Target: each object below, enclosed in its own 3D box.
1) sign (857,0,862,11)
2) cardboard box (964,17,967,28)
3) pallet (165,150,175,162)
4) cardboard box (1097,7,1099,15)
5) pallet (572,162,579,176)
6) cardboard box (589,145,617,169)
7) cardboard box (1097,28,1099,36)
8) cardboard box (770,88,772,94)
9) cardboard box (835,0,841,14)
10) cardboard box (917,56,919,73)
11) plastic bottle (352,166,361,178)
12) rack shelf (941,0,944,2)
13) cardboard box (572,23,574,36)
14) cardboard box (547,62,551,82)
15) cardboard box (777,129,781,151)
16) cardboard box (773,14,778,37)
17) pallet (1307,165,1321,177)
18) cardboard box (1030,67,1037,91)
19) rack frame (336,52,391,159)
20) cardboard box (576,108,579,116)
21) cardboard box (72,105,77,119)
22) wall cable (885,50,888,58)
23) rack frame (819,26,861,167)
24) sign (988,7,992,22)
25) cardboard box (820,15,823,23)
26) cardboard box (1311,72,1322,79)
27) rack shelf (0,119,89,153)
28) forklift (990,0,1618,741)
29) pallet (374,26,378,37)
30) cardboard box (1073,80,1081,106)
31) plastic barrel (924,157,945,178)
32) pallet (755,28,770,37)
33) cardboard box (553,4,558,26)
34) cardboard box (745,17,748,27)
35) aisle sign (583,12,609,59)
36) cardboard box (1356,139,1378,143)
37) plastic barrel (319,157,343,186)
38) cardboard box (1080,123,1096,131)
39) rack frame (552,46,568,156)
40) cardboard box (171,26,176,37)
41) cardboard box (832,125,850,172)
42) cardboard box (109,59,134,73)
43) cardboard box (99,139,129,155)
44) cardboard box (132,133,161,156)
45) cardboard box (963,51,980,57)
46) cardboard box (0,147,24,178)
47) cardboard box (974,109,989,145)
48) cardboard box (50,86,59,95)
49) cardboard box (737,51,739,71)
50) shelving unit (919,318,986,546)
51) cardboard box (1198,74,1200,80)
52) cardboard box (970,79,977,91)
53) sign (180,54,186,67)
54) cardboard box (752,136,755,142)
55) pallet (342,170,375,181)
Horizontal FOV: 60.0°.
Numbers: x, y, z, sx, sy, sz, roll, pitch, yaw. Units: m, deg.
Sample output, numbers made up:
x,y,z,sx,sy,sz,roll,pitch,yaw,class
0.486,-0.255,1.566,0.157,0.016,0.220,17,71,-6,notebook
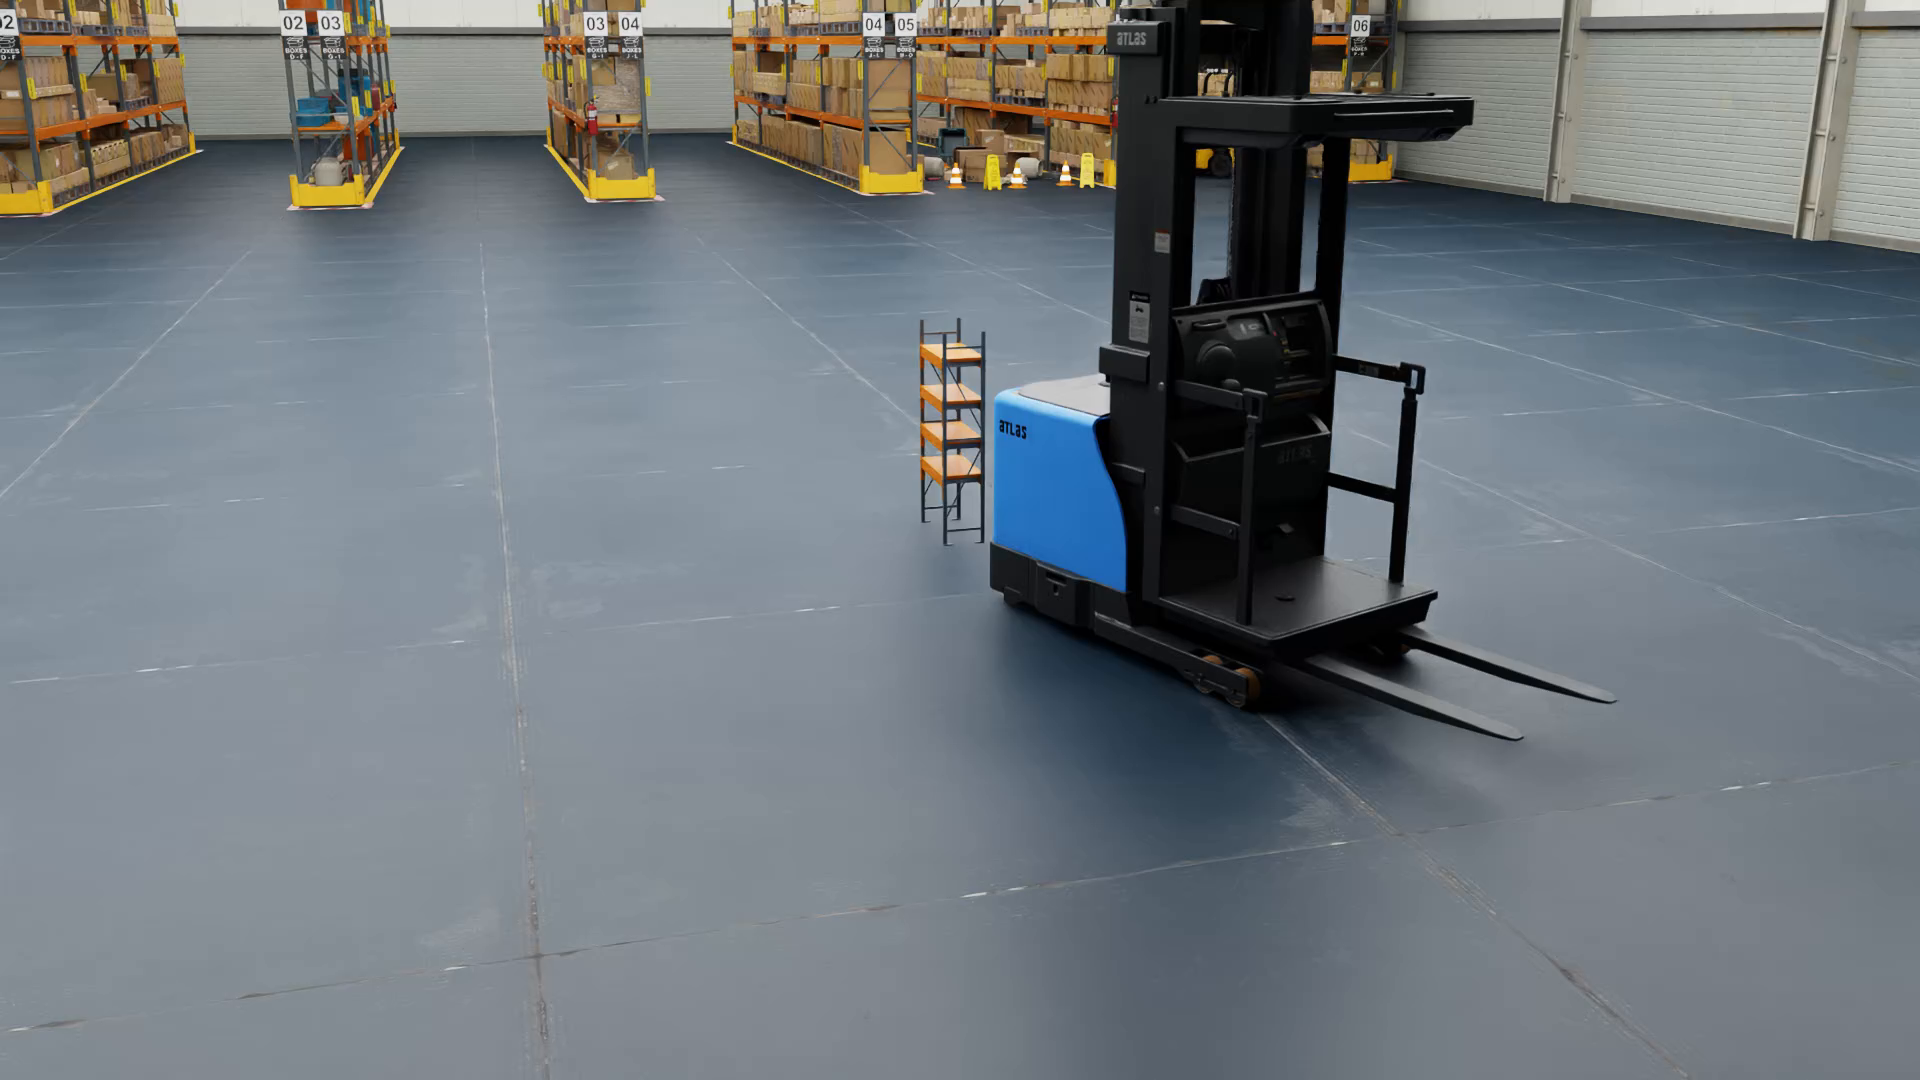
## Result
x,y,z,sx,sy,sz,roll,pitch,yaw,class
-1.822,-9.770,30.147,0.100,0.325,0.005,-5,17,-15,sign
0.303,-12.765,41.023,0.396,0.266,0.258,-3,17,-11,cardboard box
-19.104,-9.013,39.092,1.003,0.211,1.213,-5,17,-15,pallet
2.917,-10.391,32.669,0.380,0.149,0.250,-5,17,-15,cardboard box
-7.746,-7.946,35.538,1.003,0.211,1.213,-5,17,-15,pallet
-7.121,-7.618,33.216,0.500,0.500,0.500,-5,18,-17,cardboard box
2.923,-10.016,32.805,0.380,0.149,0.250,-5,17,-15,cardboard box
-4.275,-10.589,39.196,0.380,0.149,0.250,-5,17,-16,cardboard box
-2.111,-10.272,32.062,0.500,0.250,0.500,-5,17,-15,cardboard box
-0.955,-13.060,45.805,0.500,0.500,0.500,-5,17,-17,cardboard box
-11.318,-6.900,31.178,0.152,0.276,0.135,-4,17,-14,plastic bottle
-0.412,-14.615,44.410,1.077,0.370,4.000,-5,17,-15,rack shelf
-7.164,-9.802,31.918,0.500,0.250,0.500,-5,17,-16,cardboard box
-10.332,-12.042,42.767,0.500,0.500,0.500,-5,17,-17,cardboard box
-4.066,-9.508,39.506,0.500,0.500,0.500,-4,17,-13,cardboard box
-4.046,-11.959,38.661,0.500,0.500,0.500,-5,17,-15,cardboard box
7.957,-7.672,34.624,1.003,0.211,1.213,-5,17,-15,pallet
1.851,-10.150,36.607,0.500,0.500,0.500,-5,17,-15,cardboard box
-14.153,-10.550,39.358,1.000,3.000,0.127,-5,17,-15,rack frame
-7.366,-8.455,32.821,0.380,0.149,0.250,-5,17,-15,cardboard box
-16.895,-8.007,31.155,0.500,0.250,0.500,-4,17,-12,cardboard box
-2.534,-14.891,51.989,0.585,1.953,0.123,-5,17,-15,wall cable
-2.395,-9.092,34.508,1.000,3.000,0.127,-5,17,-15,rack frame
0.701,-12.299,38.931,0.100,0.325,0.005,-5,17,-15,sign
-2.622,-10.530,33.613,0.380,0.149,0.250,-5,17,-16,cardboard box
7.535,-9.656,34.566,0.380,0.149,0.250,-4,17,-14,cardboard box
-16.168,-7.048,28.953,1.077,0.370,4.000,-5,17,-15,rack shelf
1.433,-0.851,7.190,1.130,2.935,3.031,-12,21,-35,forklift
-13.170,-11.009,36.001,1.003,0.211,1.213,-5,17,-15,pallet
2.633,-9.143,33.986,0.500,0.500,0.500,-4,17,-15,cardboard box
-0.609,-7.666,34.237,0.512,0.421,0.421,7,18,23,plastic barrel
-4.239,-12.186,39.919,1.213,0.211,1.003,-5,17,-15,pallet
-9.663,-12.886,40.846,0.700,0.500,0.500,-6,18,-19,cardboard box
-5.245,-13.306,42.712,0.500,0.250,0.500,-4,17,-13,cardboard box
-6.364,-8.826,29.102,0.394,0.787,0.004,-5,17,-15,aisle sign
8.257,-8.310,34.214,0.500,0.250,0.500,-5,17,-16,cardboard box
-11.247,-6.555,29.653,0.421,0.512,0.421,0,17,0,plastic barrel
2.663,-8.399,33.819,0.380,0.149,0.250,-4,17,-13,cardboard box
-9.391,-10.941,40.662,1.000,3.000,0.127,-5,17,-15,rack frame
-19.621,-12.509,40.928,0.500,0.250,0.500,-5,17,-15,cardboard box
-2.038,-7.847,33.326,0.875,0.875,0.875,-5,17,-15,cardboard box
-19.304,-10.805,38.297,0.500,0.500,0.500,-5,17,-15,cardboard box
-17.436,-8.080,34.212,0.500,0.311,0.500,-4,17,-14,cardboard box
-18.378,-8.921,37.518,0.500,0.500,0.500,-5,17,-15,cardboard box
0.301,-12.670,43.378,0.380,0.149,0.250,-5,17,-16,cardboard box
-16.341,-6.483,28.568,0.500,0.500,0.500,-5,17,-15,cardboard box
0.886,-10.246,41.313,0.875,0.875,0.875,-4,17,-15,cardboard box
-16.090,-7.895,29.220,0.380,0.149,0.250,-4,17,-14,cardboard box
-5.680,-12.797,44.411,0.500,0.500,0.500,-4,17,-14,cardboard box
-0.045,-0.620,9.432,0.258,1.200,0.503,-5,17,-15,shelving unit
5.888,-11.185,40.173,0.380,0.149,0.250,-4,17,-14,cardboard box
0.555,-11.181,40.853,0.500,0.250,0.500,-5,17,-17,cardboard box
-19.477,-12.010,41.657,0.100,0.325,0.005,-5,17,-15,sign
-5.155,-10.369,42.983,0.380,0.149,0.250,-5,18,-17,cardboard box
-12.207,-7.215,33.106,1.003,0.211,1.213,-5,17,-15,pallet
